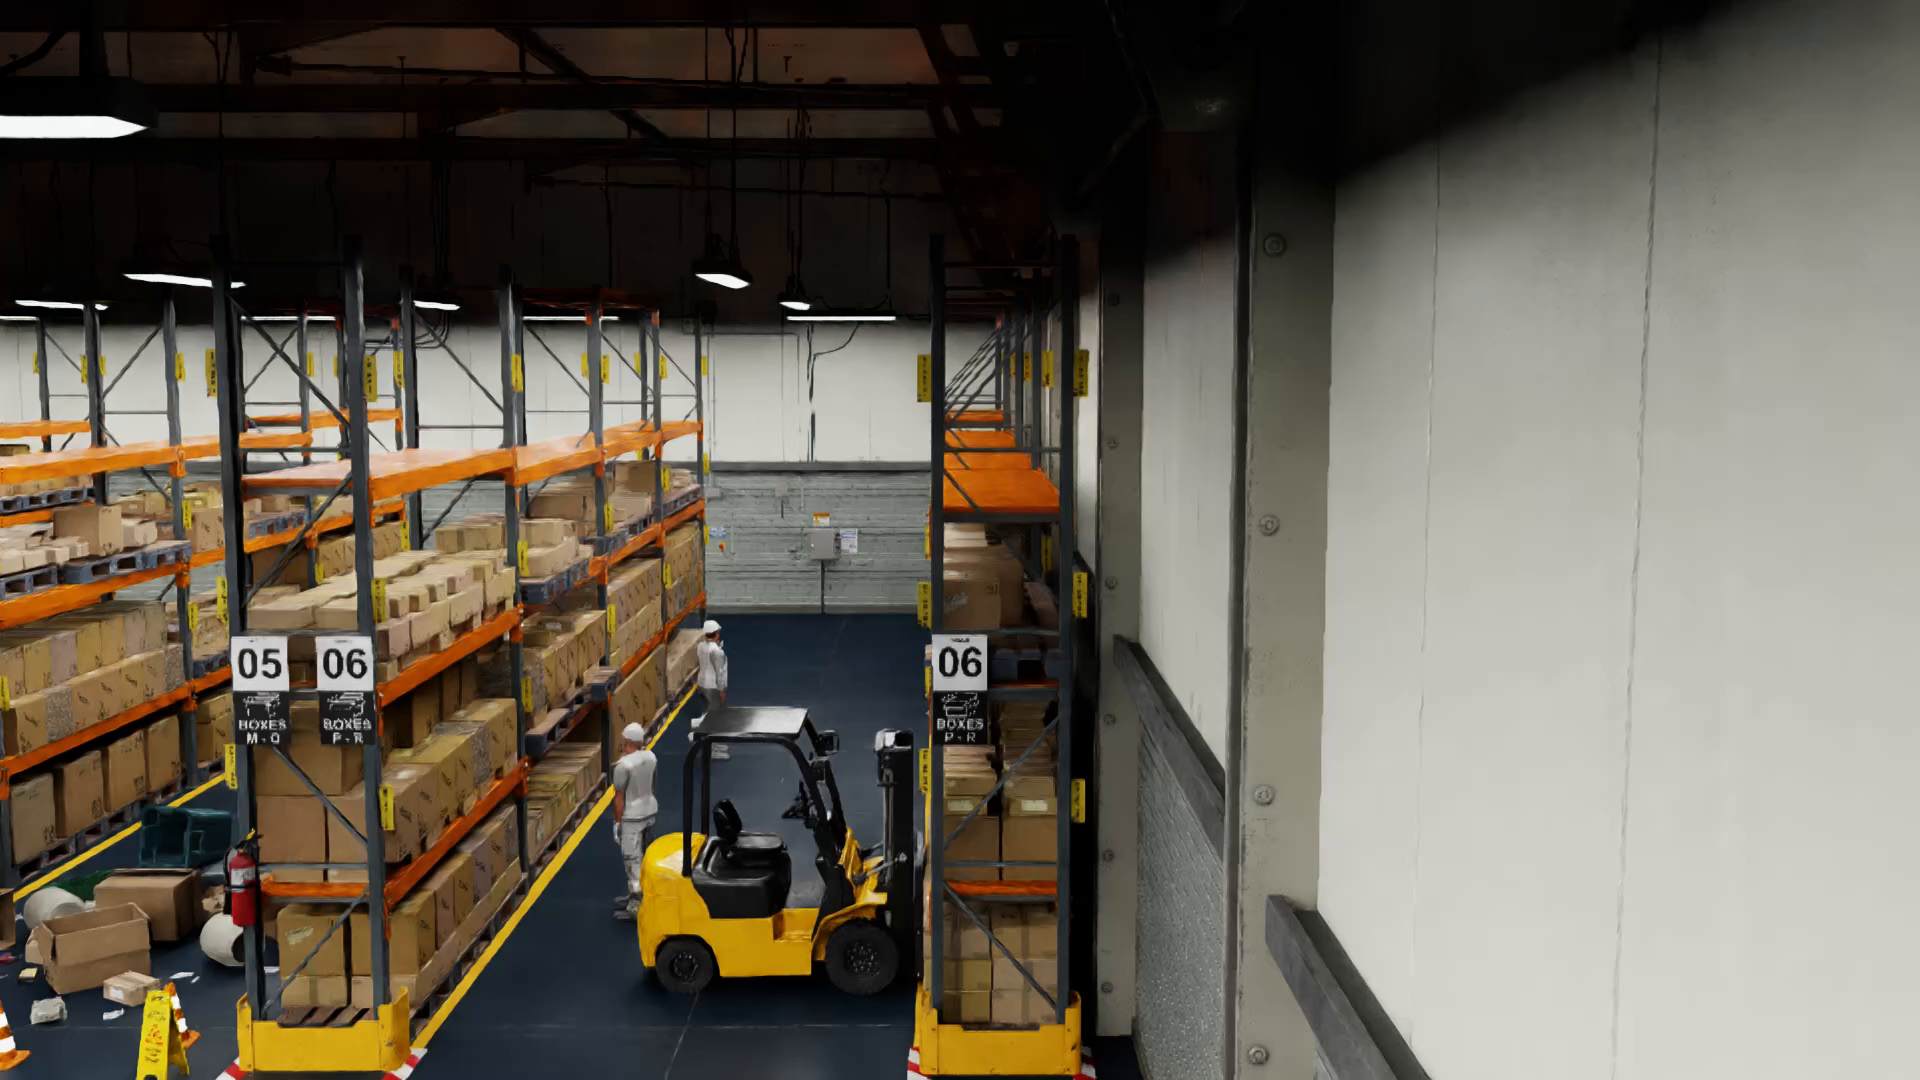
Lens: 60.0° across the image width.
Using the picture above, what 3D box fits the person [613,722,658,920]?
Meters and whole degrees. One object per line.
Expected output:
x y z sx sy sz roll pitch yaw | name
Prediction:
-3.054 2.568 15.382 0.488 1.787 0.608 4 7 29 | person

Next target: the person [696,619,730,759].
-3.150 1.904 21.452 0.448 1.780 0.586 -4 7 -32 | person
